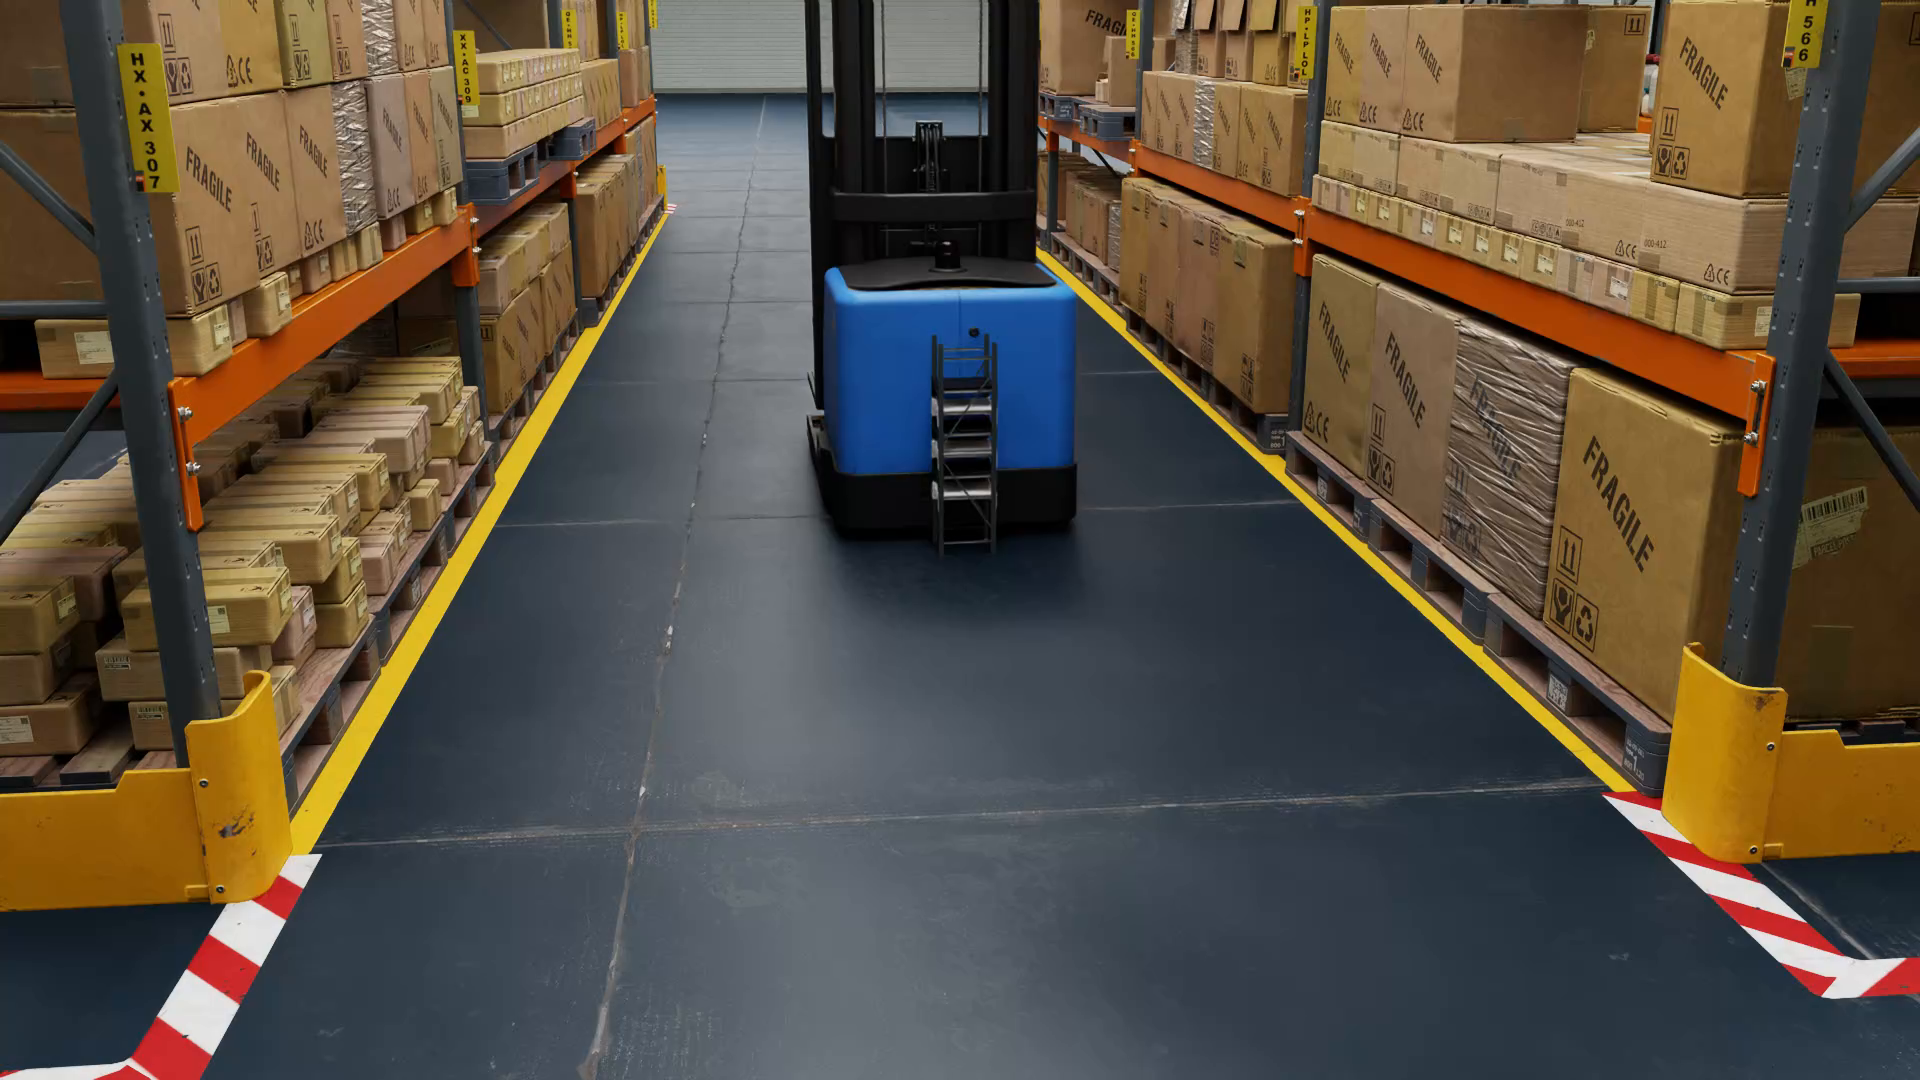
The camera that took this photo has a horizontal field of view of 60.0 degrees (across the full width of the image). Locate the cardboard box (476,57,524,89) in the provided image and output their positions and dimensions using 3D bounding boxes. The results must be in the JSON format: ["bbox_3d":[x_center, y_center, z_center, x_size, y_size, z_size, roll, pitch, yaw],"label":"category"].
[{"bbox_3d":[-2.426,-2.366,8.432,0.380,0.149,0.250,-2,18,-5],"label":"cardboard box"}]

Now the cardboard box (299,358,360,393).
[{"bbox_3d":[-2.954,-0.726,7.547,0.380,0.149,0.250,-1,17,-3],"label":"cardboard box"}]

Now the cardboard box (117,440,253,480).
[{"bbox_3d":[-2.819,-0.260,6.062,0.380,0.149,0.250,-2,18,-5],"label":"cardboard box"}]

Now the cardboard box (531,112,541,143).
[{"bbox_3d":[-2.475,-2.231,8.993,0.380,0.149,0.250,-3,18,-8],"label":"cardboard box"}]

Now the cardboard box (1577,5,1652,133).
[{"bbox_3d":[2.521,-1.984,6.991,0.500,0.500,0.500,-2,18,-5],"label":"cardboard box"}]

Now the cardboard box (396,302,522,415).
[{"bbox_3d":[-2.596,-0.947,8.658,0.500,0.500,0.500,-1,17,-3],"label":"cardboard box"}]

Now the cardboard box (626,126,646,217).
[{"bbox_3d":[-3.701,-3.739,16.926,0.875,0.875,0.875,-2,18,-5],"label":"cardboard box"}]

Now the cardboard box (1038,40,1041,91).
[{"bbox_3d":[1.182,-4.839,16.920,0.875,0.500,0.500,-2,18,-6],"label":"cardboard box"}]

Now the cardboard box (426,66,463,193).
[{"bbox_3d":[-2.453,-1.765,7.129,0.500,0.500,0.500,-2,18,-6],"label":"cardboard box"}]

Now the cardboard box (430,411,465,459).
[{"bbox_3d":[-2.350,-0.450,7.163,0.380,0.149,0.250,-2,18,-8],"label":"cardboard box"}]

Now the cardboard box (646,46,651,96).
[{"bbox_3d":[-3.938,-5.249,18.637,0.875,0.550,0.550,-2,18,-6],"label":"cardboard box"}]

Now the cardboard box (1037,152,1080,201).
[{"bbox_3d":[1.066,-4.054,18.553,0.500,0.500,0.500,3,18,9],"label":"cardboard box"}]

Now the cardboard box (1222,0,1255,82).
[{"bbox_3d":[1.947,-2.940,9.692,0.797,0.503,0.637,-1,17,-4],"label":"cardboard box"}]

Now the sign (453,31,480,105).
[{"bbox_3d":[-2.245,-2.143,7.550,0.100,0.325,0.005,-2,18,-6],"label":"sign"}]

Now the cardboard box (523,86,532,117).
[{"bbox_3d":[-2.450,-2.297,8.706,0.380,0.149,0.250,-3,18,-8],"label":"cardboard box"}]

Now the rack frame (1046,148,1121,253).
[{"bbox_3d":[1.335,-4.218,15.604,1.000,3.000,0.127,-2,18,-6],"label":"rack frame"}]

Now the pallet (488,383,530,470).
[{"bbox_3d":[-2.866,-0.613,8.776,1.003,0.211,1.213,-2,18,-6],"label":"pallet"}]

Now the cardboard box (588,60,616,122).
[{"bbox_3d":[-3.237,-3.845,14.248,0.500,0.500,0.500,-2,18,-6],"label":"cardboard box"}]

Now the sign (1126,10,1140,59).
[{"bbox_3d":[1.209,-3.521,11.584,0.100,0.325,0.005,-2,18,-6],"label":"sign"}]

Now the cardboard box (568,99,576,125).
[{"bbox_3d":[-2.637,-2.700,10.487,0.380,0.149,0.250,-1,17,-5],"label":"cardboard box"}]

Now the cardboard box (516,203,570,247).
[{"bbox_3d":[-2.865,-2.073,10.991,0.500,0.250,0.500,-2,18,-7],"label":"cardboard box"}]

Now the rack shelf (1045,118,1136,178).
[{"bbox_3d":[1.541,-3.279,13.813,1.077,0.370,4.000,-2,18,-6],"label":"rack shelf"}]

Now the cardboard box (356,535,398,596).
[{"bbox_3d":[-2.225,0.096,5.923,0.380,0.149,0.250,-3,18,-8],"label":"cardboard box"}]

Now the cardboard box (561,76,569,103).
[{"bbox_3d":[-2.608,-2.760,10.182,0.380,0.149,0.250,-2,18,-6],"label":"cardboard box"}]

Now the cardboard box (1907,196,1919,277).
[{"bbox_3d":[2.792,-0.864,4.676,0.500,0.250,0.500,-2,18,-7],"label":"cardboard box"}]

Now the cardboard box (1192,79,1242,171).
[{"bbox_3d":[1.688,-2.465,9.855,0.500,0.500,0.500,-2,18,-5],"label":"cardboard box"}]

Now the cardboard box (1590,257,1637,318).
[{"bbox_3d":[2.155,-0.771,5.045,0.380,0.149,0.250,-2,18,-6],"label":"cardboard box"}]

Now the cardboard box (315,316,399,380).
[{"bbox_3d":[-3.111,-0.932,8.609,0.500,0.500,0.500,-2,18,-7],"label":"cardboard box"}]

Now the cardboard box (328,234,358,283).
[{"bbox_3d":[-2.290,-0.969,5.676,0.380,0.149,0.250,-1,17,-4],"label":"cardboard box"}]

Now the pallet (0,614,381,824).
[{"bbox_3d":[-2.428,0.545,5.088,1.003,0.211,1.213,-2,18,-6],"label":"pallet"}]

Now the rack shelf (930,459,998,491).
[{"bbox_3d":[0.017,-0.274,6.960,0.258,0.077,0.200,-2,18,-8],"label":"rack shelf"}]

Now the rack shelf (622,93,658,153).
[{"bbox_3d":[-3.815,-4.347,17.217,1.077,0.370,4.000,-2,18,-6],"label":"rack shelf"}]

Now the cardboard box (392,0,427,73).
[{"bbox_3d":[-2.408,-2.092,6.501,0.500,0.500,0.500,-2,18,-7],"label":"cardboard box"}]

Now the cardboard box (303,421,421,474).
[{"bbox_3d":[-2.281,-0.351,6.352,0.380,0.149,0.250,-2,18,-8],"label":"cardboard box"}]

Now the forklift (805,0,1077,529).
[{"bbox_3d":[-0.209,-1.842,8.152,1.130,2.935,3.031,-2,18,-8],"label":"forklift"}]

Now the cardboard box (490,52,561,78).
[{"bbox_3d":[-2.589,-2.831,9.912,0.380,0.149,0.250,-2,18,-6],"label":"cardboard box"}]

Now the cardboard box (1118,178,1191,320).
[{"bbox_3d":[1.798,-2.006,11.406,1.225,0.875,0.875,-3,18,-8],"label":"cardboard box"}]

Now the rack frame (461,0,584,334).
[{"bbox_3d":[-3.196,-2.903,11.415,1.000,3.000,0.127,-2,18,-6],"label":"rack frame"}]

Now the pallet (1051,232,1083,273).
[{"bbox_3d":[1.417,-2.655,15.283,1.003,0.211,1.213,-2,18,-6],"label":"pallet"}]

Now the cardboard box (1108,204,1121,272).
[{"bbox_3d":[1.589,-2.407,13.275,0.700,0.500,0.500,-3,18,-10],"label":"cardboard box"}]

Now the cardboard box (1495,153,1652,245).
[{"bbox_3d":[2.154,-1.152,5.592,0.500,0.250,0.500,-2,18,-8],"label":"cardboard box"}]

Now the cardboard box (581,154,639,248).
[{"bbox_3d":[-3.455,-3.039,14.905,1.050,0.750,0.750,-2,18,-6],"label":"cardboard box"}]

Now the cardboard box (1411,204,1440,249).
[{"bbox_3d":[1.994,-1.230,6.506,0.380,0.149,0.250,-2,17,-5],"label":"cardboard box"}]

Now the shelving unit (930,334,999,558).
[{"bbox_3d":[0.017,-0.392,6.923,0.258,0.900,0.210,-2,18,-8],"label":"shelving unit"}]

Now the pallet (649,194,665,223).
[{"bbox_3d":[-3.861,-3.720,18.674,1.003,0.211,1.213,-2,18,-6],"label":"pallet"}]

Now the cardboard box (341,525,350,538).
[{"bbox_3d":[-2.296,0.025,5.651,0.380,0.149,0.250,-3,18,-8],"label":"cardboard box"}]

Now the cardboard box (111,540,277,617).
[{"bbox_3d":[-2.235,0.112,4.879,0.380,0.149,0.250,-1,17,-5],"label":"cardboard box"}]

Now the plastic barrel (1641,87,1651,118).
[{"bbox_3d":[6.245,-3.906,14.841,0.301,0.262,0.301,0,17,0],"label":"plastic barrel"}]

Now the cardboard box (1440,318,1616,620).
[{"bbox_3d":[2.333,-0.288,5.934,0.875,0.875,0.875,-2,18,-6],"label":"cardboard box"}]

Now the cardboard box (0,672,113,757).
[{"bbox_3d":[-2.633,0.490,4.667,0.380,0.149,0.250,-1,17,-5],"label":"cardboard box"}]

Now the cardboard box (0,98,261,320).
[{"bbox_3d":[-2.143,-0.851,4.217,0.500,0.500,0.500,-1,17,-3],"label":"cardboard box"}]

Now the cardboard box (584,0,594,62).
[{"bbox_3d":[-3.497,-4.318,14.088,0.700,0.500,0.500,-2,18,-7],"label":"cardboard box"}]

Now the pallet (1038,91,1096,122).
[{"bbox_3d":[1.269,-3.894,14.893,1.003,0.211,1.213,-2,18,-6],"label":"pallet"}]

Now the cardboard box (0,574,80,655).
[{"bbox_3d":[-2.678,0.207,4.576,0.380,0.149,0.250,-2,17,-5],"label":"cardboard box"}]
